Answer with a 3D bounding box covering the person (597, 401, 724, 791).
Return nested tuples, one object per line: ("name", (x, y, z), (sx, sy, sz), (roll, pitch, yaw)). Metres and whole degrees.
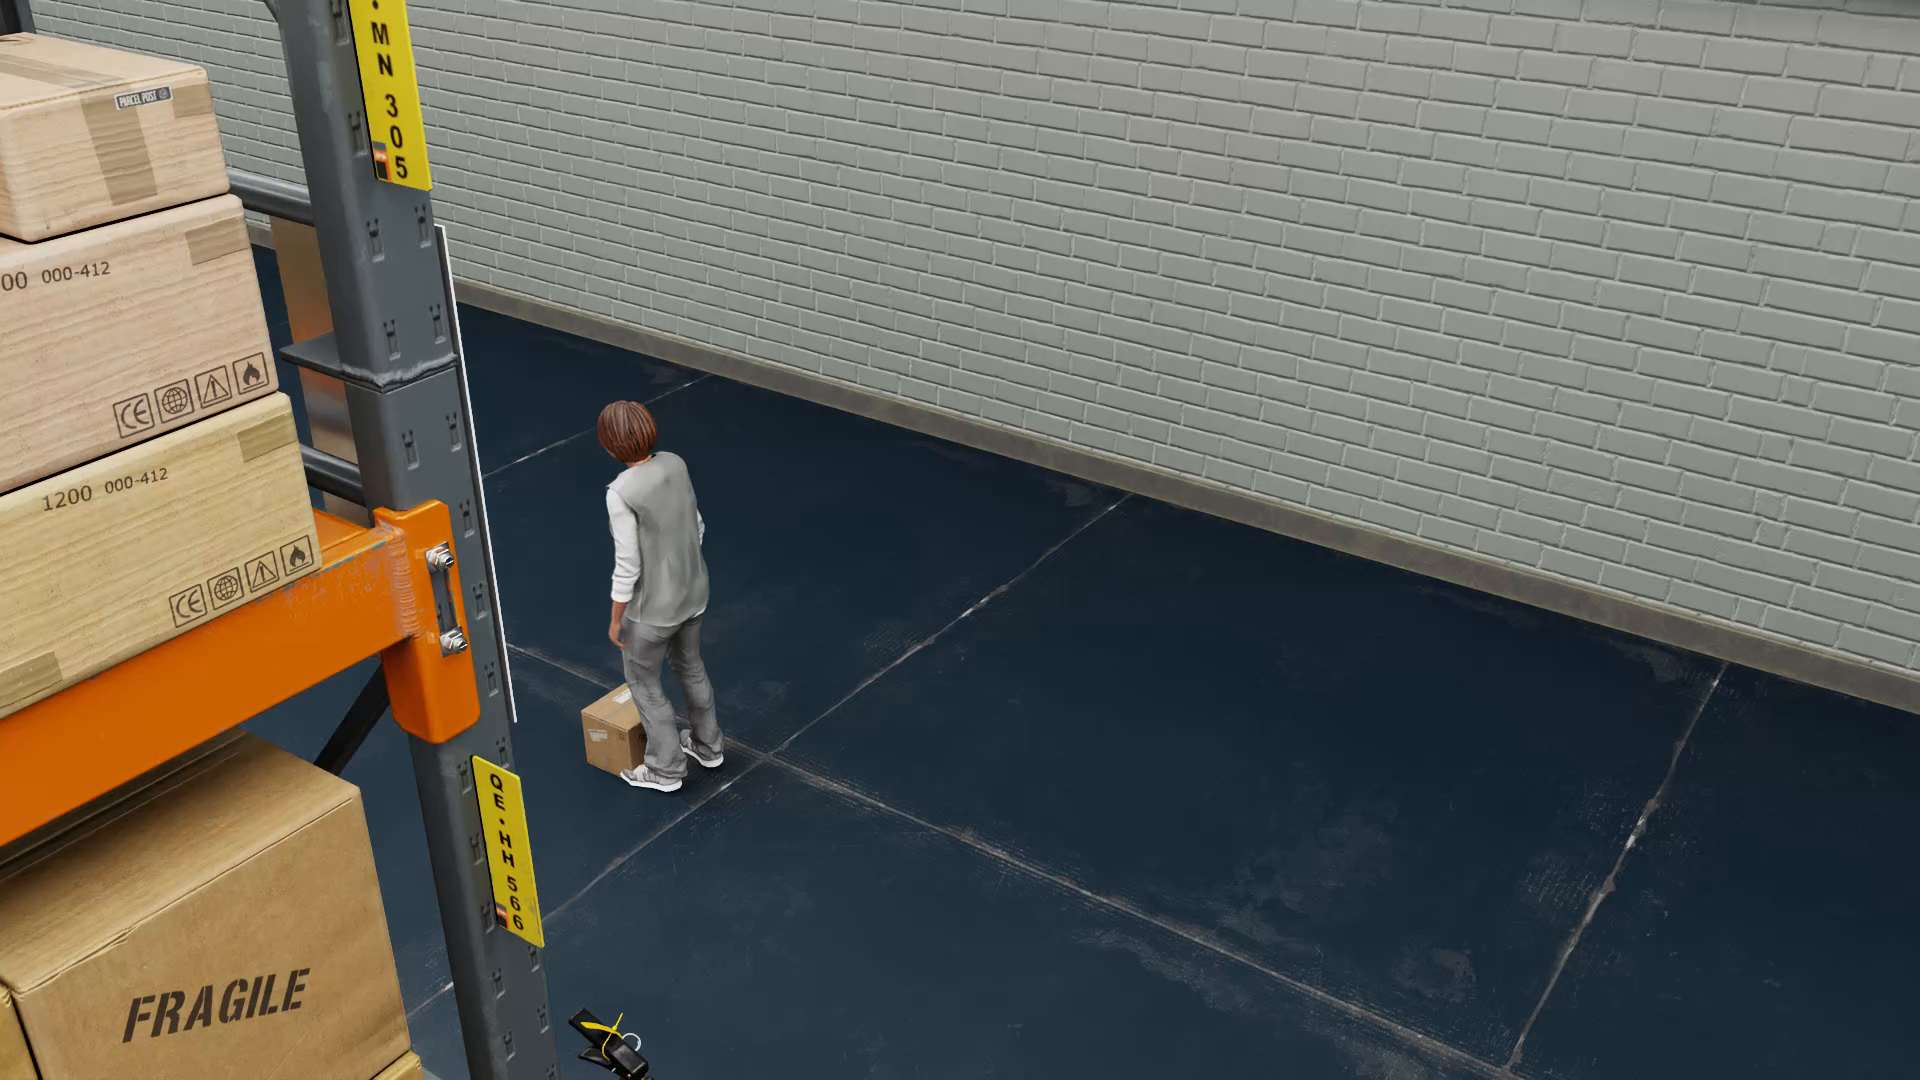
("person", (-1.126, 0.226, 6.193), (0.371, 1.594, 0.485), (16, 31, 28))
